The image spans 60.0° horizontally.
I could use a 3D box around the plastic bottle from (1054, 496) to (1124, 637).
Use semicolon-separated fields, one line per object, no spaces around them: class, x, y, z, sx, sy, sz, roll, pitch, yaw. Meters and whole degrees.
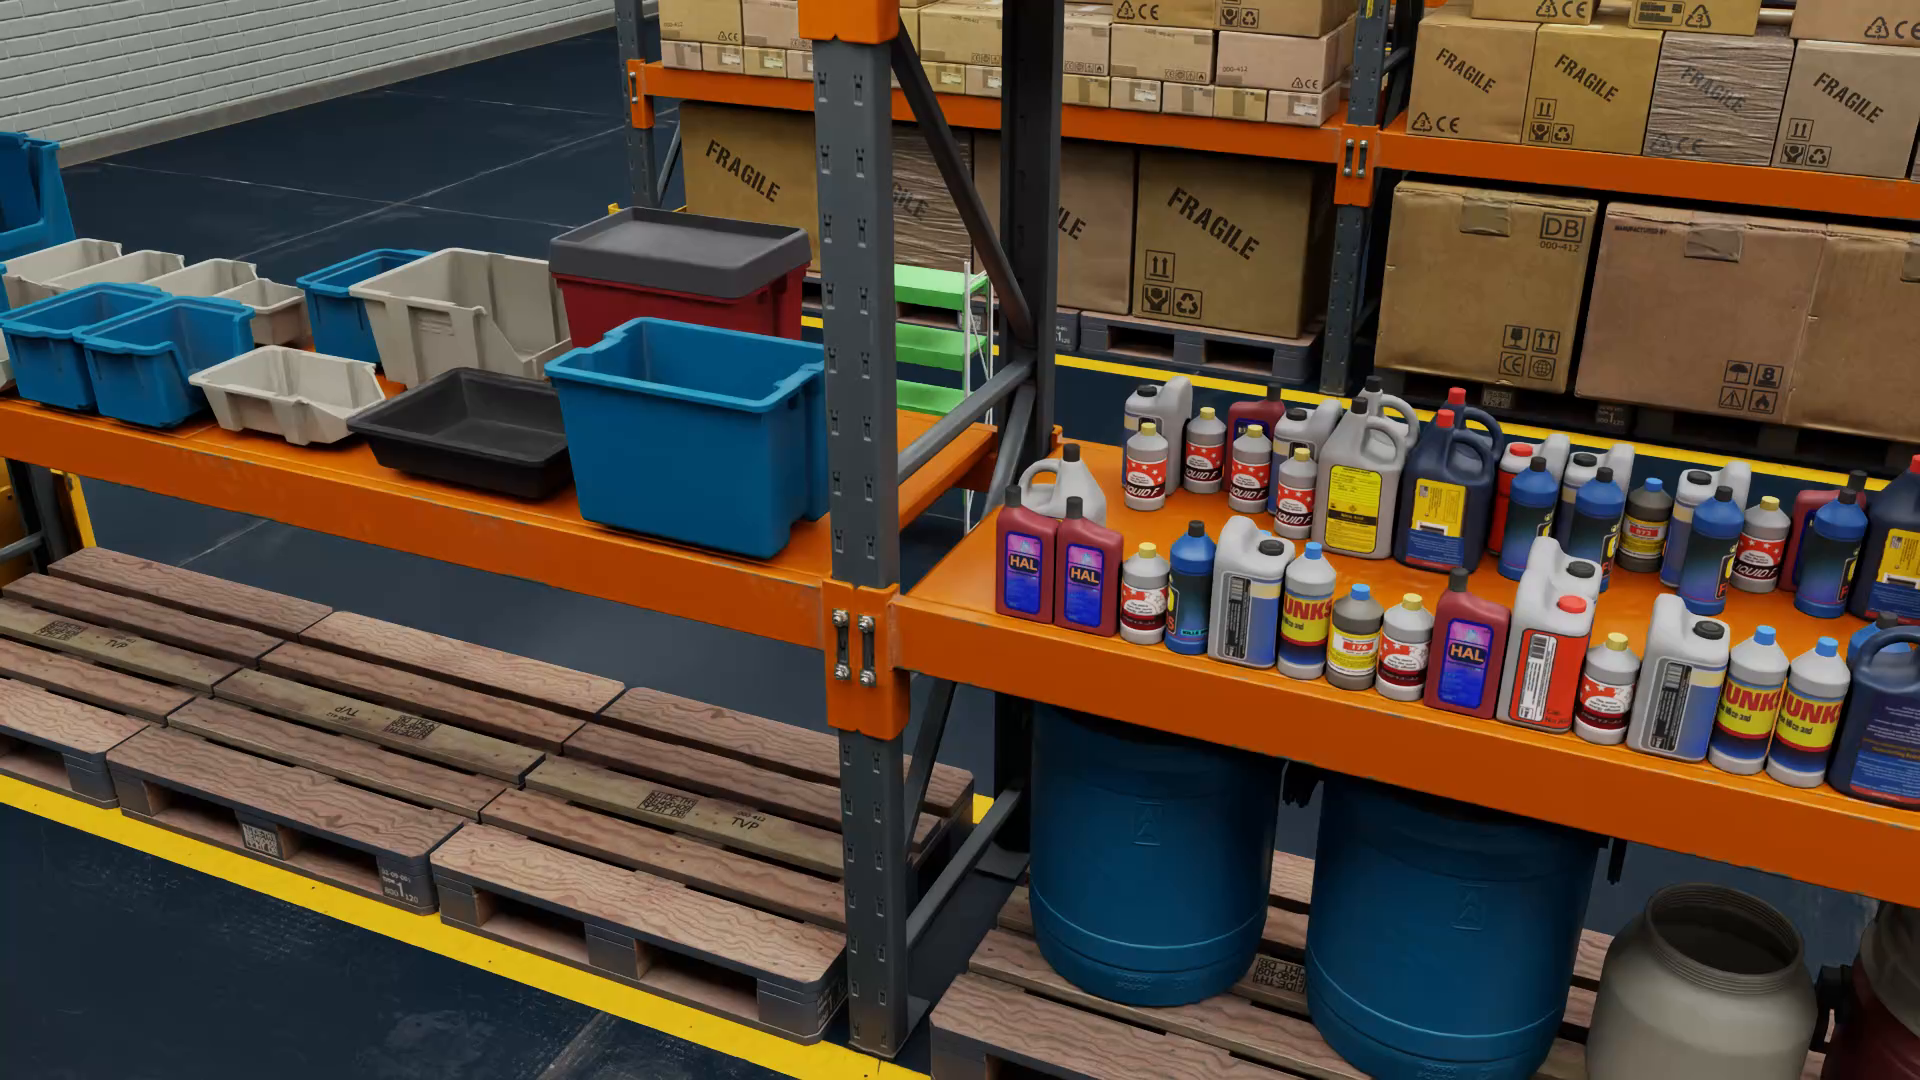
plastic bottle;0.263;0.052;3.380;0.133;0.283;0.061;11;28;22

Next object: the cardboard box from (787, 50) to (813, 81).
cardboard box;-0.715;-2.535;8.788;0.250;0.149;0.380;11;28;21

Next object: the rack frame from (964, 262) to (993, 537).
rack frame;0.071;-0.524;6.456;0.015;1.200;0.240;11;28;22

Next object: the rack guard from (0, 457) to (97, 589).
rack guard;-3.684;0.128;5.924;0.348;0.500;1.175;11;28;22

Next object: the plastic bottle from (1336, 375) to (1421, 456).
plastic bottle;0.956;-0.204;3.825;0.185;0.351;0.144;11;28;22

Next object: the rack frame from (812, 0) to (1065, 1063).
rack frame;-0.016;-0.263;3.888;0.127;3.000;1.000;11;28;22

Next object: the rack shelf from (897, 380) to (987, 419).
rack shelf;-0.151;-0.511;6.575;0.480;0.148;0.258;11;28;22

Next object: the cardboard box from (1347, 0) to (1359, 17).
cardboard box;1.704;-2.848;8.122;0.500;0.500;0.500;11;28;22

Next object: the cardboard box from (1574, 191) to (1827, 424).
cardboard box;3.439;-1.218;7.757;0.875;0.875;1.225;10;28;20

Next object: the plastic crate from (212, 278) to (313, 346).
plastic crate;-2.041;-0.680;4.966;0.250;0.136;0.298;11;28;22

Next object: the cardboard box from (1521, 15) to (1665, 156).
cardboard box;2.808;-2.023;7.350;0.500;0.500;0.500;11;28;22

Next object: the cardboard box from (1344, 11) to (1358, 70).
cardboard box;1.715;-2.512;8.289;0.500;0.250;0.500;11;28;21

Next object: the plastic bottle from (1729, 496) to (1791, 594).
plastic bottle;1.719;0.004;3.570;0.097;0.201;0.097;0;26;0

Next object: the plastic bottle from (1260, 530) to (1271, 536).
plastic bottle;0.616;0.077;3.422;0.097;0.201;0.097;0;26;0

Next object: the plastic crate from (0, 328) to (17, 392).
plastic crate;-2.693;-0.510;4.620;0.298;0.136;0.250;11;28;22

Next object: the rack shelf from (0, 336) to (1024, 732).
rack shelf;-1.836;-0.306;4.790;4.000;0.370;1.077;11;28;22

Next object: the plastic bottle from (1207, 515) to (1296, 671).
plastic bottle;0.581;0.097;3.297;0.135;0.276;0.152;11;28;22

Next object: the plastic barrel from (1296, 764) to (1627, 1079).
plastic barrel;1.117;0.726;3.780;0.708;0.901;0.600;11;28;22

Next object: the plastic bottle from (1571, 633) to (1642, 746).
plastic bottle;1.185;0.265;3.040;0.097;0.201;0.097;0;26;0

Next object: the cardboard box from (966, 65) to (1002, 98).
cardboard box;0.220;-2.348;8.407;0.250;0.149;0.380;12;29;23

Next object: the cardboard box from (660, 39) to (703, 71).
cardboard box;-1.420;-2.676;9.073;0.250;0.149;0.380;12;29;22

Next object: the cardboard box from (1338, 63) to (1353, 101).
cardboard box;1.903;-2.330;8.370;0.250;0.149;0.380;11;28;22

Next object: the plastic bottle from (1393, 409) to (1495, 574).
plastic bottle;1.065;-0.113;3.639;0.185;0.351;0.144;11;28;22

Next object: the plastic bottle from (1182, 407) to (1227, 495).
plastic bottle;0.594;-0.222;4.029;0.097;0.201;0.097;0;26;0

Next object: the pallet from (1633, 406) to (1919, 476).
pallet;3.883;-0.670;7.872;1.213;0.211;1.003;11;28;22

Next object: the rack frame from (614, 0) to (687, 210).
rack frame;-1.607;-2.986;9.419;0.127;3.000;1.000;11;28;22

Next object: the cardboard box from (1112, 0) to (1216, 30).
cardboard box;1.051;-2.727;7.877;0.500;0.500;0.500;12;29;22

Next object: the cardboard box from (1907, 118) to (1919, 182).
cardboard box;4.198;-1.746;6.787;0.500;0.500;0.500;10;28;20

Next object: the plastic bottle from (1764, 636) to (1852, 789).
plastic bottle;1.485;0.294;2.902;0.097;0.271;0.097;0;26;0

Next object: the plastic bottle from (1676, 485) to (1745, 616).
plastic bottle;1.567;0.016;3.467;0.097;0.271;0.097;0;26;0

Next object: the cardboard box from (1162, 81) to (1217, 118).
cardboard box;1.153;-2.160;8.025;0.250;0.149;0.380;11;28;21

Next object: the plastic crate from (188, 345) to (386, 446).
plastic crate;-1.725;-0.369;4.335;0.466;0.136;0.293;11;28;22

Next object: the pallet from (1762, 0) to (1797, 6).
pallet;6.002;-3.758;11.205;1.213;0.211;1.003;11;28;22

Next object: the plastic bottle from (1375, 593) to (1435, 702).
plastic bottle;0.852;0.199;3.176;0.097;0.201;0.097;0;26;0

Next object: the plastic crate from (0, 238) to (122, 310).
plastic crate;-2.840;-0.827;5.264;0.243;0.136;0.396;11;28;22

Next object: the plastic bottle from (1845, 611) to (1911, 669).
plastic bottle;1.633;0.254;2.984;0.097;0.271;0.097;0;26;0

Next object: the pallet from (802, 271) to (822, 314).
pallet;-0.847;-1.620;9.802;1.213;0.211;1.003;11;28;22

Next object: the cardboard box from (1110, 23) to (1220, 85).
cardboard box;1.052;-2.390;8.041;0.500;0.250;0.500;12;29;23

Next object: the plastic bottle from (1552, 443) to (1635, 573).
plastic bottle;1.391;-0.082;3.660;0.135;0.276;0.152;11;28;22

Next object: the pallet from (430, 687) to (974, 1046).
pallet;-0.701;0.869;4.746;1.213;0.211;1.003;11;28;22

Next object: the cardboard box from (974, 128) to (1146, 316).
cardboard box;0.647;-1.807;8.955;0.875;0.875;0.875;11;28;22

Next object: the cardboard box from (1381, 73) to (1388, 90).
cardboard box;3.269;-3.441;12.421;0.250;0.149;0.380;11;28;21

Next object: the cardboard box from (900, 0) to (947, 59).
cardboard box;-0.350;-2.670;8.610;0.500;0.250;0.500;10;28;20

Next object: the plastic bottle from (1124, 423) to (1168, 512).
plastic bottle;0.442;-0.178;3.941;0.097;0.201;0.097;0;26;0

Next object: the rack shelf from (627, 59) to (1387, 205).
rack shelf;0.214;-2.298;8.835;4.000;0.370;1.077;11;28;22

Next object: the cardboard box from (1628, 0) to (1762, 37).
cardboard box;3.239;-2.506;7.195;0.637;0.503;0.797;12;29;22

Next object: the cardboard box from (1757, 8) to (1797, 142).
cardboard box;3.499;-2.138;7.583;0.500;0.500;0.500;11;28;21

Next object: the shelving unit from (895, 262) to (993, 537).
shelving unit;-0.151;-0.569;6.546;0.503;1.200;0.258;11;28;22

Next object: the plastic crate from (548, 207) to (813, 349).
plastic crate;-0.725;-0.583;4.397;0.583;0.464;0.402;11;28;22
